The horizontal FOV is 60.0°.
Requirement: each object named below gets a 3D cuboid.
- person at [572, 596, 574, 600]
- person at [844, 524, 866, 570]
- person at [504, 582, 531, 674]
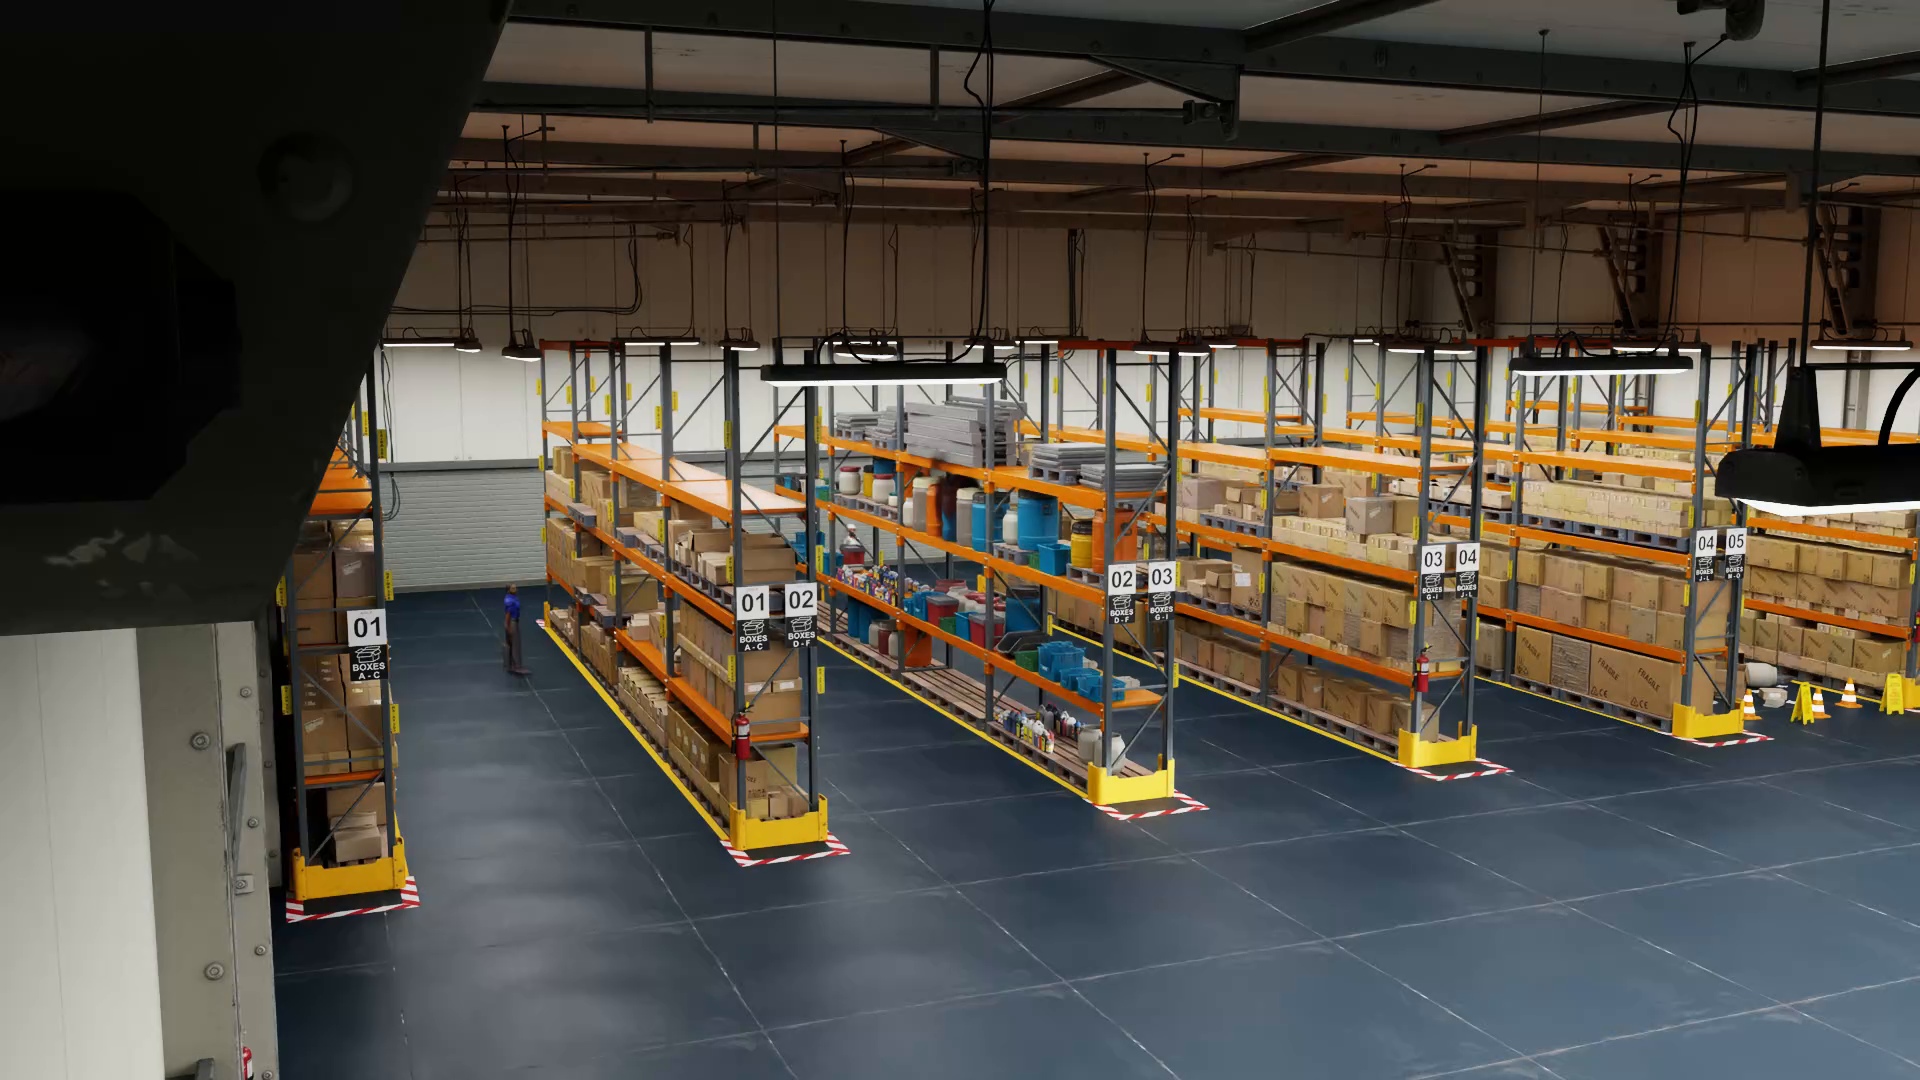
[{"bbox_3d":[-8.386,0.605,37.487,0.580,1.729,1.028,-7,10,-44],"label":"person"},{"bbox_3d":[-2.380,0.507,37.856,0.482,1.761,0.590,2,8,14],"label":"person"},{"bbox_3d":[-8.072,1.589,30.233,0.497,1.676,0.477,-2,8,-12],"label":"person"}]
